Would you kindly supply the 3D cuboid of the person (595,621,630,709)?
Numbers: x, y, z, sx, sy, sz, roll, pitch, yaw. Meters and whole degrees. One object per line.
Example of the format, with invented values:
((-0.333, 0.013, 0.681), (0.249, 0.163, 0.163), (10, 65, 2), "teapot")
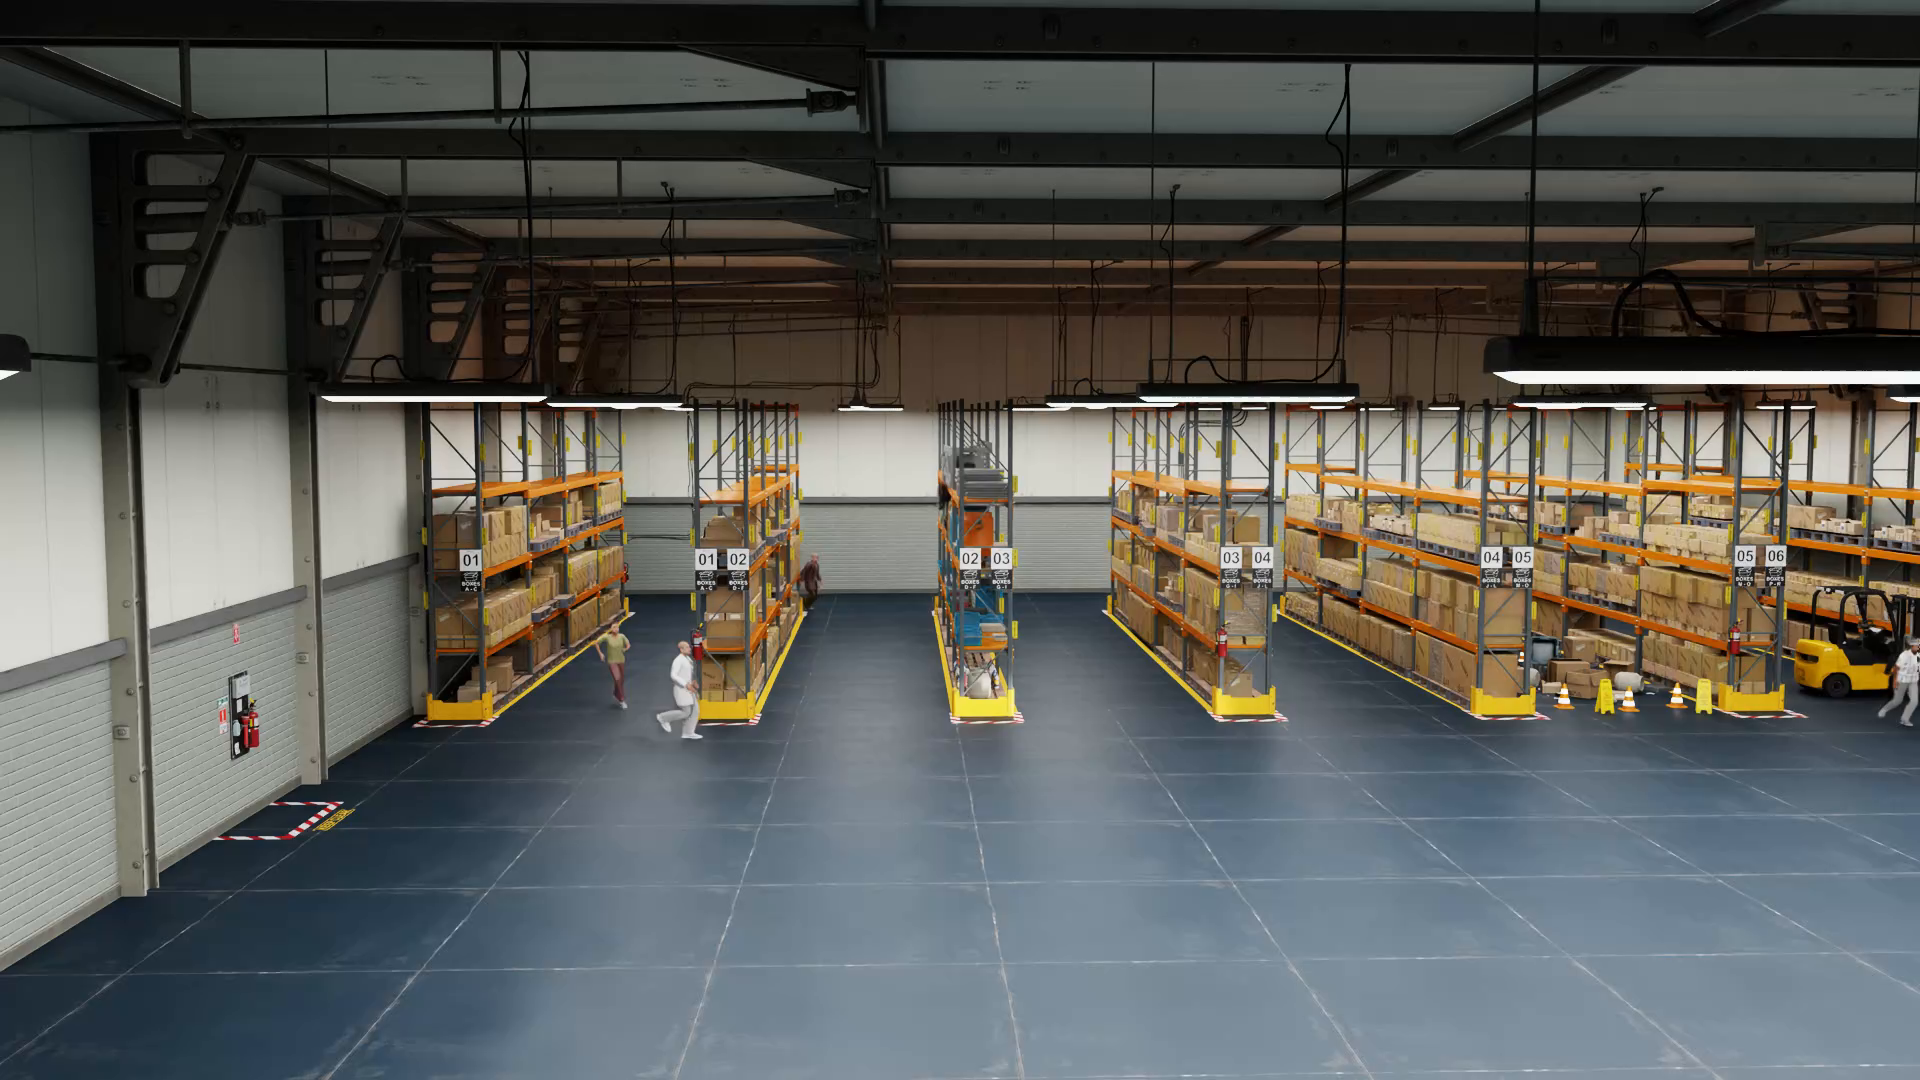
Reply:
((-6.747, 2.427, 32.471), (0.658, 1.703, 0.795), (-3, 5, -32), "person")

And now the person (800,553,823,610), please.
((-4.374, 1.218, 48.290), (0.673, 1.685, 0.752), (2, 5, 21), "person")

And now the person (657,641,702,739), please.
((-4.926, 2.644, 29.265), (0.807, 1.734, 0.718), (1, 4, 12), "person")

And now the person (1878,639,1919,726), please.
((17.398, 2.588, 30.632), (0.608, 1.626, 0.691), (-1, 4, -7), "person")
